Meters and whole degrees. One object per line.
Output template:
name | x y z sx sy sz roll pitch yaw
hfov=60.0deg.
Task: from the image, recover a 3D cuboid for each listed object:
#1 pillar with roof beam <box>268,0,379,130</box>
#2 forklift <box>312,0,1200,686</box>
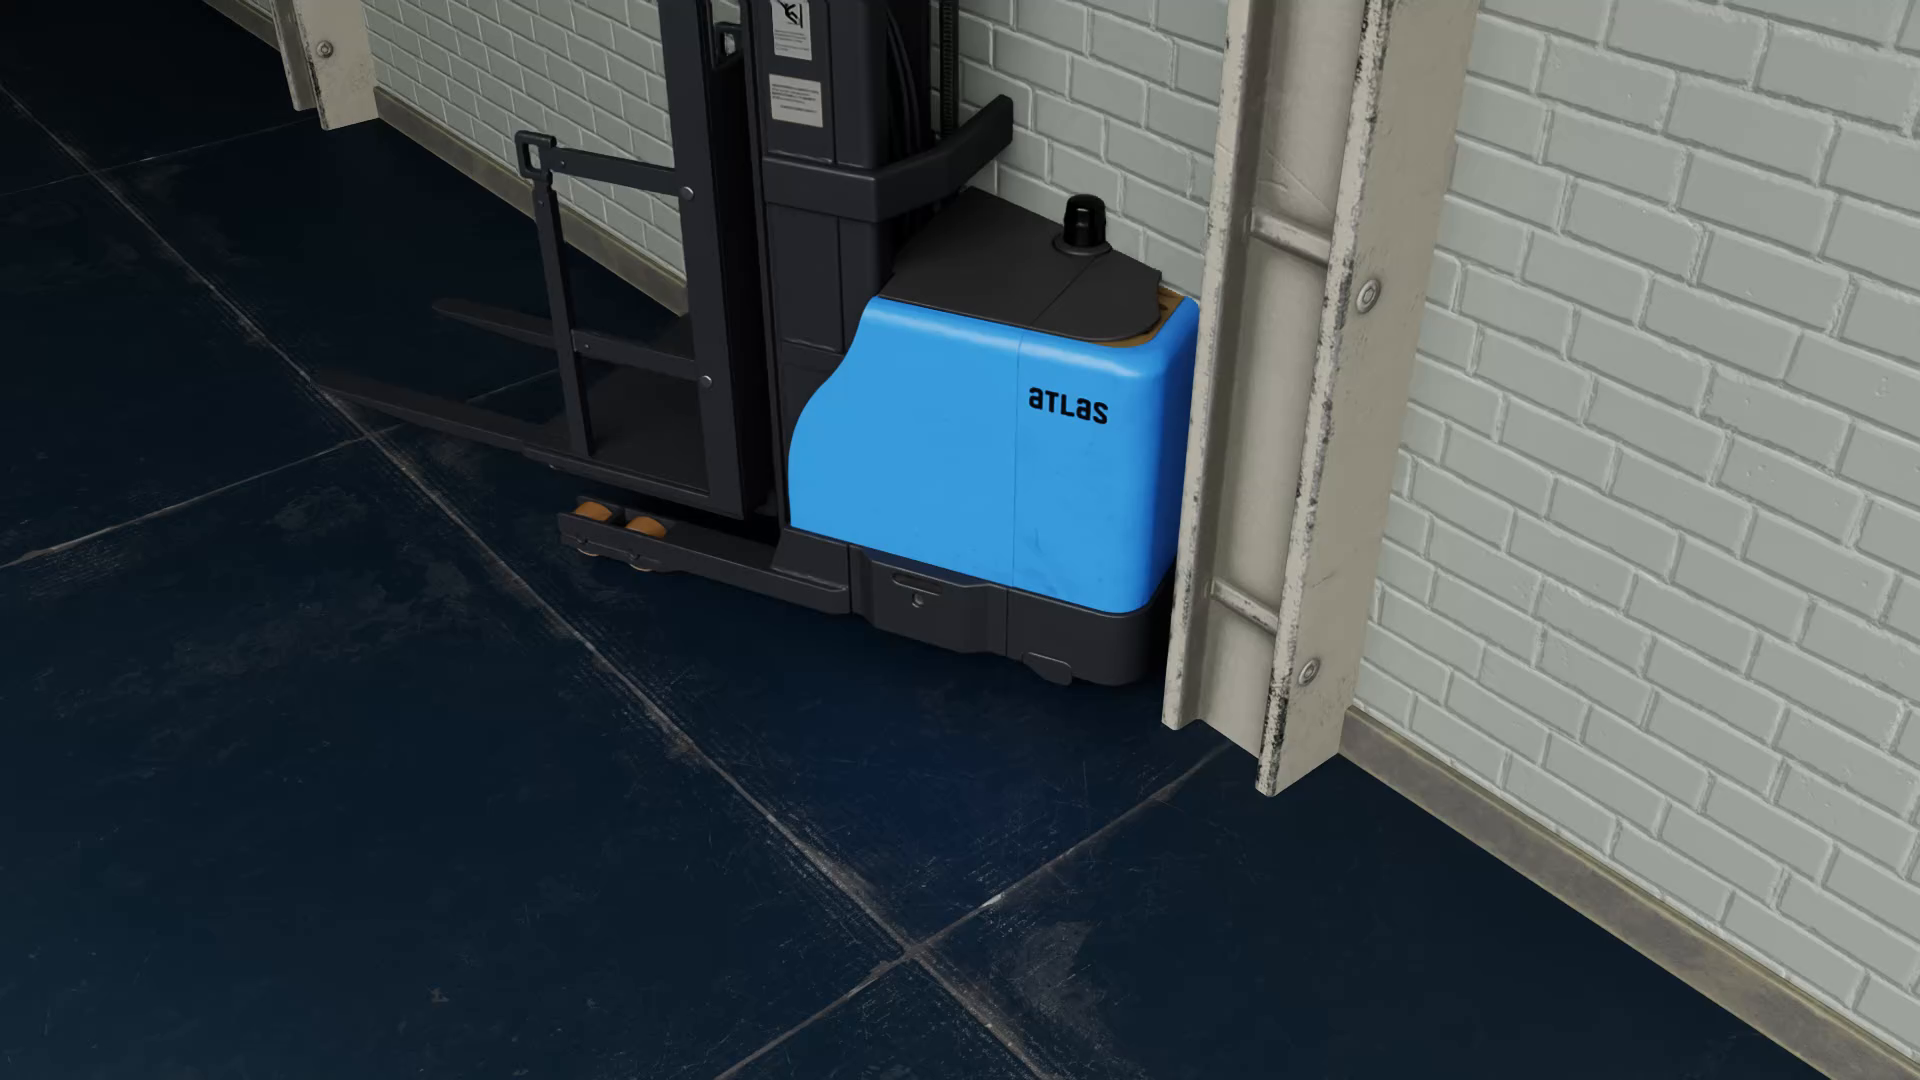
pillar with roof beam | -6.368 -4.192 3.383 9.100 9.000 0.400 -26 43 -32
forklift | -0.681 -1.359 4.633 3.031 2.935 1.130 15 38 20
